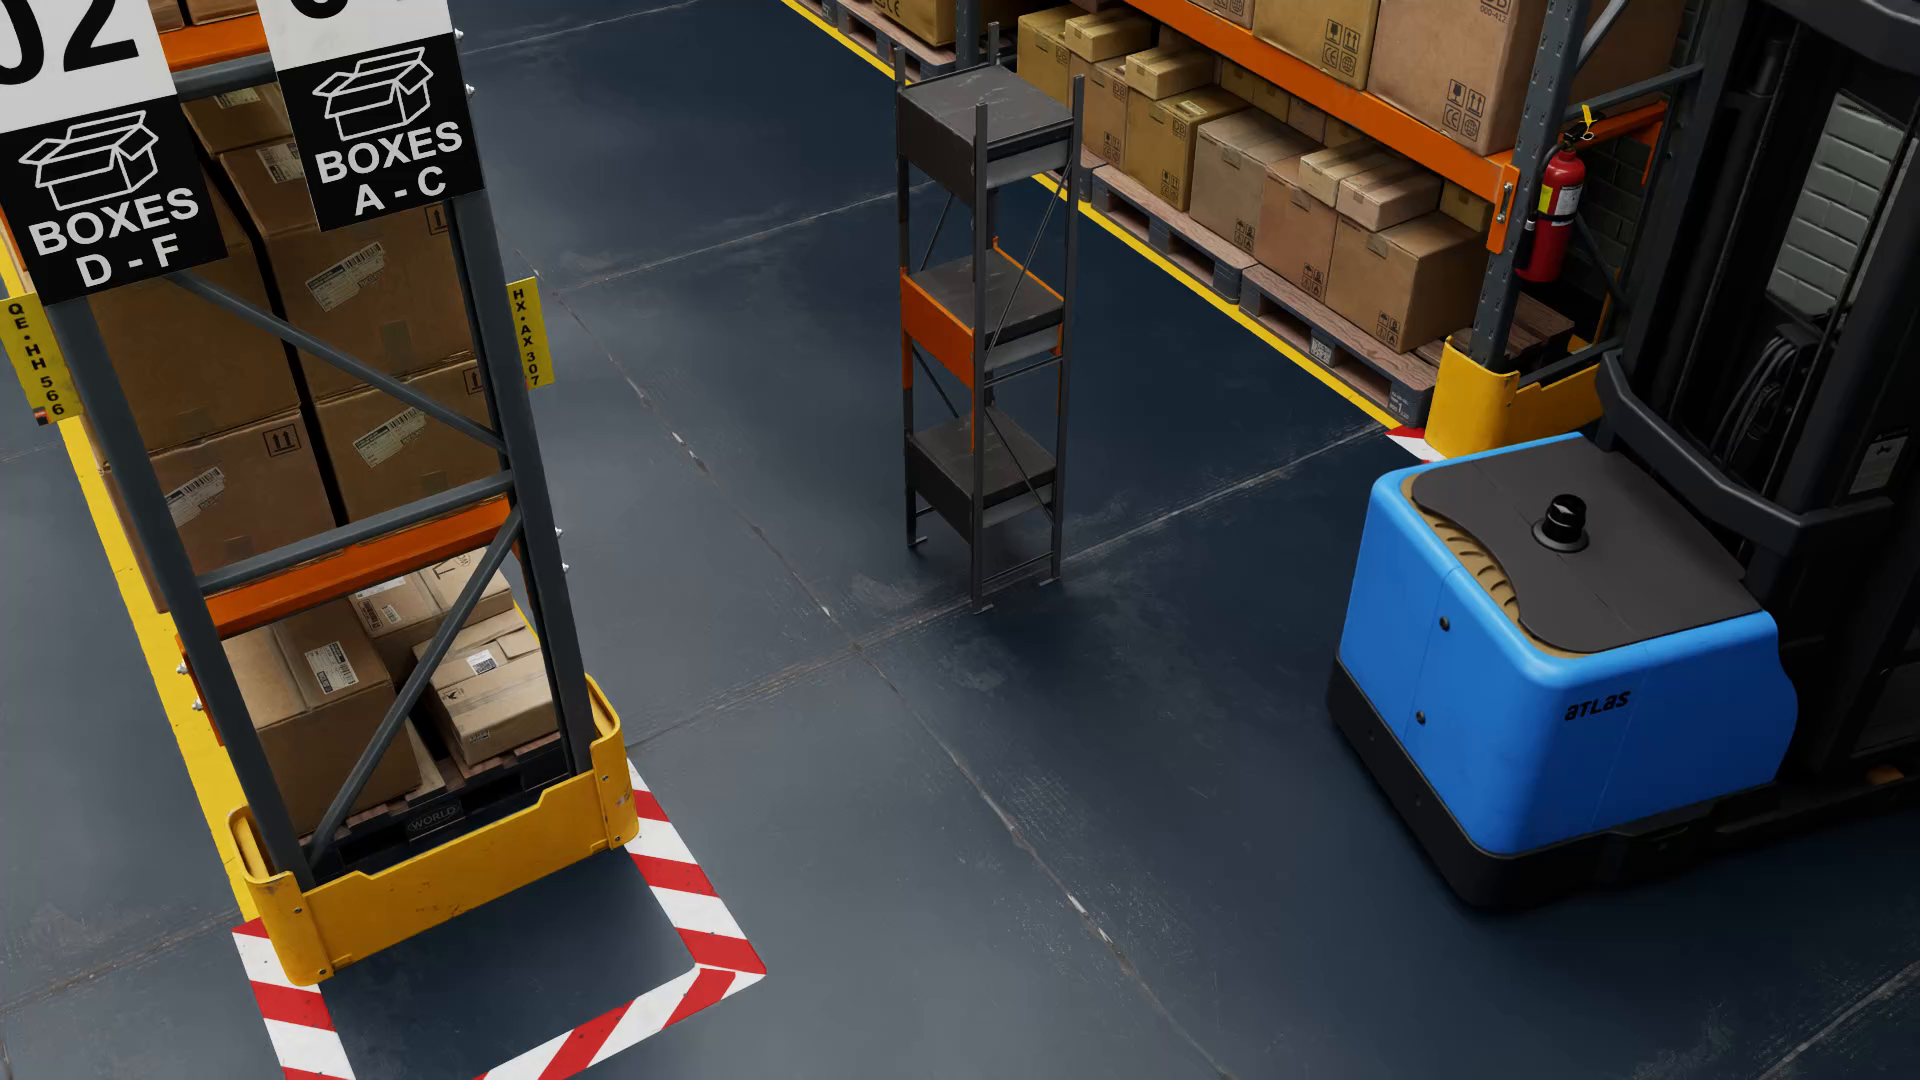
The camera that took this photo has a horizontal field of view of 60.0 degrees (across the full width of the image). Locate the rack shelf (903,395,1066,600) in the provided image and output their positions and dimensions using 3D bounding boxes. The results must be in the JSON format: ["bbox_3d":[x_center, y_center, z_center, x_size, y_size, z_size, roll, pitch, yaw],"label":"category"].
[{"bbox_3d":[0.089,-0.169,6.427,0.431,0.518,0.480,-22,45,-24],"label":"rack shelf"}]

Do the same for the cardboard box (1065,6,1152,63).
[{"bbox_3d":[0.774,-2.648,8.702,0.380,0.149,0.250,-21,44,-23],"label":"cardboard box"}]

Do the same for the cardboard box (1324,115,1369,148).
[{"bbox_3d":[1.946,-1.928,7.839,0.380,0.149,0.250,-22,45,-24],"label":"cardboard box"}]

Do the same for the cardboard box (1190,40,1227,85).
[{"bbox_3d":[1.395,-2.480,8.500,0.380,0.149,0.250,-22,44,-24],"label":"cardboard box"}]

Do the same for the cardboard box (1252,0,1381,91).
[{"bbox_3d":[1.895,-2.501,7.174,0.980,0.700,0.700,-23,45,-25],"label":"cardboard box"}]

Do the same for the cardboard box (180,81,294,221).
[{"bbox_3d":[-1.900,-1.050,4.808,0.500,0.500,0.500,-22,44,-24],"label":"cardboard box"}]

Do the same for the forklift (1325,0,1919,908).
[{"bbox_3d":[2.879,-0.516,5.079,3.031,2.935,1.130,-12,41,-14],"label":"forklift"}]

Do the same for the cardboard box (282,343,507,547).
[{"bbox_3d":[-1.613,-0.387,4.793,0.500,0.500,0.500,-21,44,-24],"label":"cardboard box"}]

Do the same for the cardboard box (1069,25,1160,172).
[{"bbox_3d":[1.011,-2.374,8.880,0.700,0.500,0.500,-23,45,-25],"label":"cardboard box"}]

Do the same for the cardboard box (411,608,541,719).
[{"bbox_3d":[-1.666,0.422,5.770,0.380,0.166,0.250,-22,45,-24],"label":"cardboard box"}]

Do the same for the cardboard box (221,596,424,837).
[{"bbox_3d":[-2.096,0.565,5.338,0.500,0.500,0.500,-22,45,-24],"label":"cardboard box"}]

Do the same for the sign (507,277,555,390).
[{"bbox_3d":[-1.139,-0.537,4.375,0.100,0.325,0.005,-22,45,-24],"label":"sign"}]

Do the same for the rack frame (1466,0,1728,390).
[{"bbox_3d":[2.578,-1.725,6.477,1.000,3.000,0.127,-22,45,-24],"label":"rack frame"}]

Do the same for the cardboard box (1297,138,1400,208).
[{"bbox_3d":[1.757,-1.663,7.520,0.380,0.149,0.250,-21,44,-23],"label":"cardboard box"}]

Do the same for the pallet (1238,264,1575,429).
[{"bbox_3d":[2.082,-1.058,7.855,1.003,0.211,1.213,-22,45,-24],"label":"pallet"}]

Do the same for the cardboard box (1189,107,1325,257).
[{"bbox_3d":[1.578,-1.811,8.204,0.700,0.500,0.500,-24,45,-26],"label":"cardboard box"}]

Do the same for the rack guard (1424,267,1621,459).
[{"bbox_3d":[2.591,-0.752,7.262,1.175,0.500,0.348,-22,45,-24],"label":"rack guard"}]

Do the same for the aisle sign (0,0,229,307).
[{"bbox_3d":[-1.818,-0.874,3.425,0.394,0.787,0.004,-22,45,-24],"label":"aisle sign"}]

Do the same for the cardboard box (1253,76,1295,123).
[{"bbox_3d":[1.670,-2.204,8.169,0.380,0.149,0.250,-22,44,-24],"label":"cardboard box"}]

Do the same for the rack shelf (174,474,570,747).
[{"bbox_3d":[-2.672,-0.821,5.954,1.077,0.370,4.000,-22,45,-24],"label":"rack shelf"}]

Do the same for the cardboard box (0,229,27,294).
[{"bbox_3d":[-2.340,-0.858,4.578,0.500,0.500,0.500,-21,44,-23],"label":"cardboard box"}]

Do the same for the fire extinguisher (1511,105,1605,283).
[{"bbox_3d":[2.270,-1.312,6.333,0.296,0.674,0.183,-22,45,-24],"label":"fire extinguisher"}]

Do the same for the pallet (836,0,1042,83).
[{"bbox_3d":[-0.051,-3.203,10.429,1.003,0.211,1.213,-22,45,-24],"label":"pallet"}]

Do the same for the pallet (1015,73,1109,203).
[{"bbox_3d":[0.770,-2.375,9.436,1.003,0.211,1.213,-22,45,-24],"label":"pallet"}]

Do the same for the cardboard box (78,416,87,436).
[{"bbox_3d":[-2.348,-0.483,4.909,0.500,0.500,0.500,-22,45,-24],"label":"cardboard box"}]

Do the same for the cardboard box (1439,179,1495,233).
[{"bbox_3d":[2.354,-1.520,7.349,0.380,0.149,0.250,-22,45,-24],"label":"cardboard box"}]

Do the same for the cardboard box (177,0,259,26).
[{"bbox_3d":[-1.658,-1.477,3.954,0.500,0.250,0.500,-22,45,-24],"label":"cardboard box"}]

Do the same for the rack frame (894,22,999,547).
[{"bbox_3d":[-0.042,-0.849,6.129,0.400,2.100,0.015,-22,45,-24],"label":"rack frame"}]

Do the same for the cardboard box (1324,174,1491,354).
[{"bbox_3d":[2.118,-1.269,7.555,0.700,0.500,0.500,-22,45,-24],"label":"cardboard box"}]

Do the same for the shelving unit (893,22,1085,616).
[{"bbox_3d":[0.089,-0.717,5.971,0.431,2.100,0.503,-22,45,-24],"label":"shelving unit"}]

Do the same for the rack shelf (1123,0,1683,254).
[{"bbox_3d":[1.503,-2.528,8.003,1.077,0.370,4.000,-22,45,-24],"label":"rack shelf"}]

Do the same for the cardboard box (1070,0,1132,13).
[{"bbox_3d":[0.833,-3.042,9.175,0.380,0.149,0.250,-22,45,-25],"label":"cardboard box"}]
